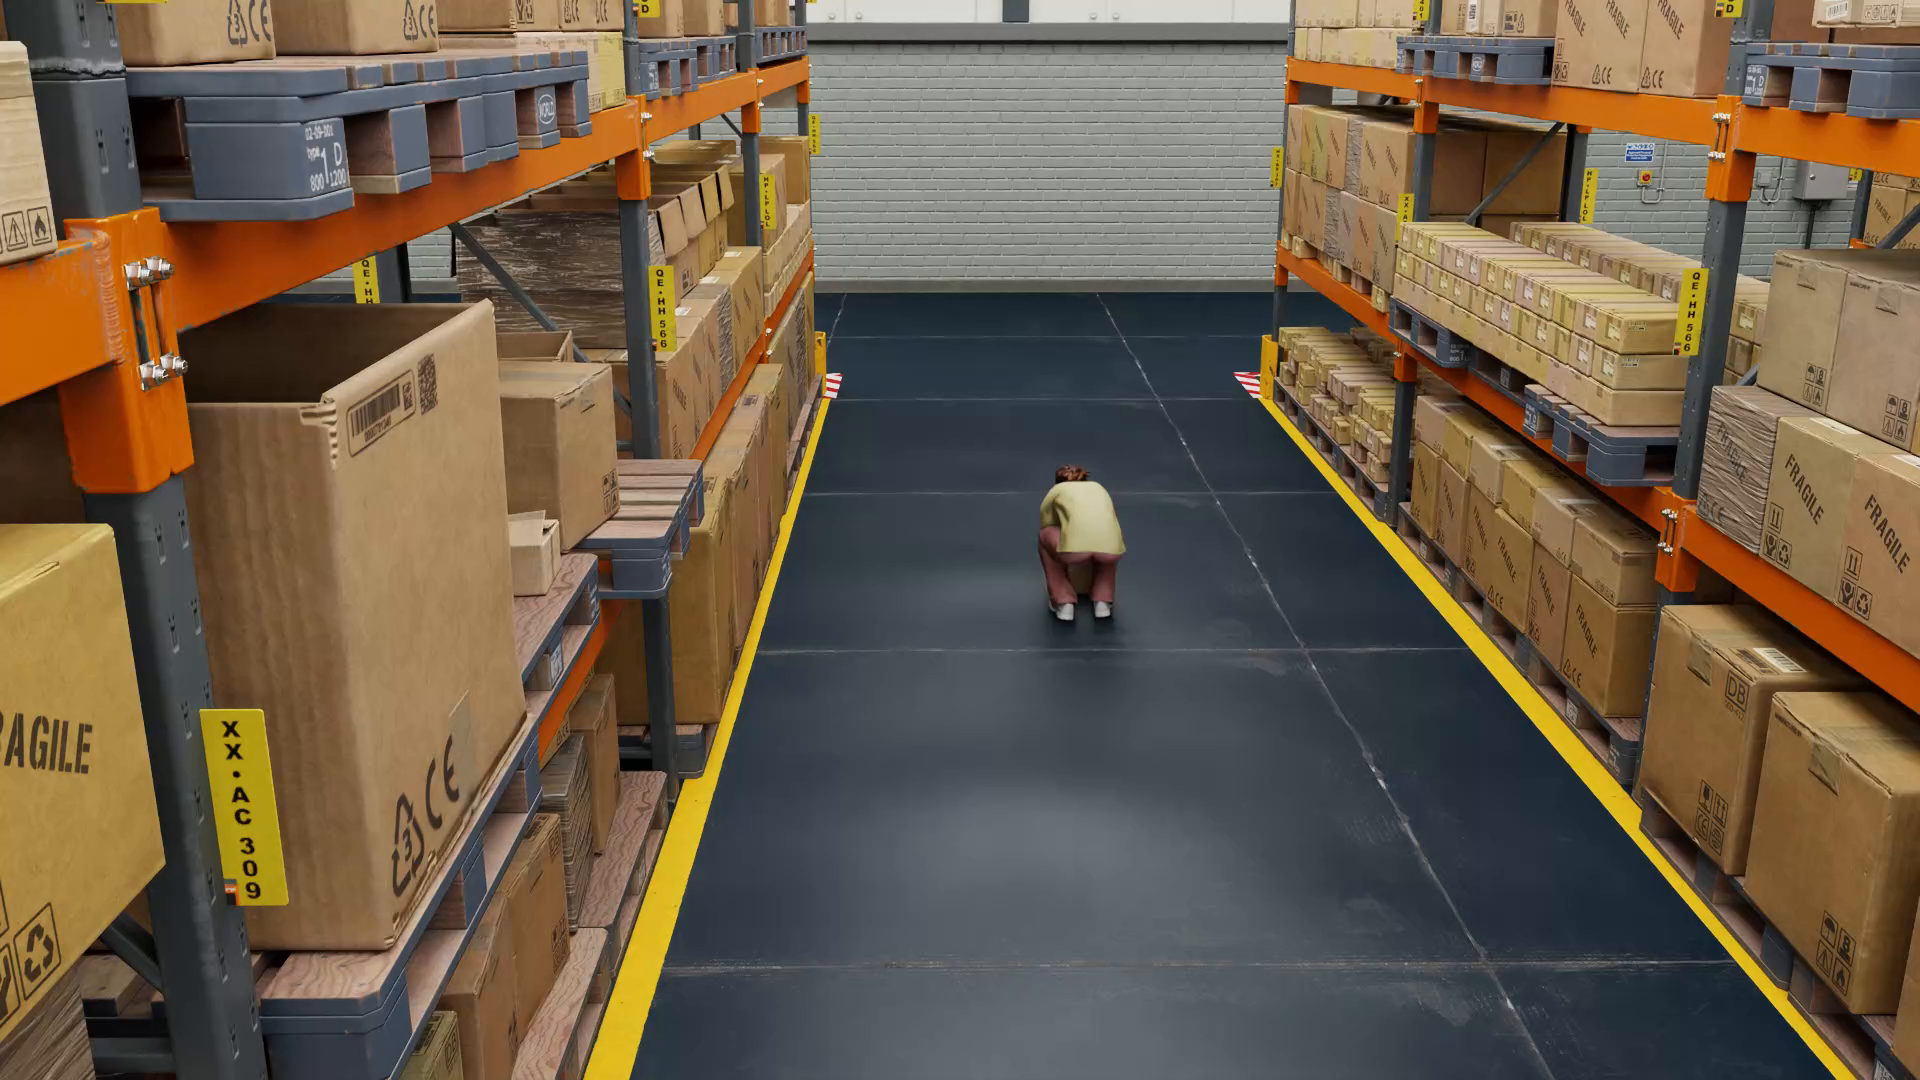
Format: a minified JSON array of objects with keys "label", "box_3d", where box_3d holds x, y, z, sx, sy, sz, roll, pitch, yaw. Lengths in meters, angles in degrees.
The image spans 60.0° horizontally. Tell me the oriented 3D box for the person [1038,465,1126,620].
[{"label":"person","box_3d":[0.661,0.019,9.130,0.457,0.786,0.851,-1,17,-2]}]
